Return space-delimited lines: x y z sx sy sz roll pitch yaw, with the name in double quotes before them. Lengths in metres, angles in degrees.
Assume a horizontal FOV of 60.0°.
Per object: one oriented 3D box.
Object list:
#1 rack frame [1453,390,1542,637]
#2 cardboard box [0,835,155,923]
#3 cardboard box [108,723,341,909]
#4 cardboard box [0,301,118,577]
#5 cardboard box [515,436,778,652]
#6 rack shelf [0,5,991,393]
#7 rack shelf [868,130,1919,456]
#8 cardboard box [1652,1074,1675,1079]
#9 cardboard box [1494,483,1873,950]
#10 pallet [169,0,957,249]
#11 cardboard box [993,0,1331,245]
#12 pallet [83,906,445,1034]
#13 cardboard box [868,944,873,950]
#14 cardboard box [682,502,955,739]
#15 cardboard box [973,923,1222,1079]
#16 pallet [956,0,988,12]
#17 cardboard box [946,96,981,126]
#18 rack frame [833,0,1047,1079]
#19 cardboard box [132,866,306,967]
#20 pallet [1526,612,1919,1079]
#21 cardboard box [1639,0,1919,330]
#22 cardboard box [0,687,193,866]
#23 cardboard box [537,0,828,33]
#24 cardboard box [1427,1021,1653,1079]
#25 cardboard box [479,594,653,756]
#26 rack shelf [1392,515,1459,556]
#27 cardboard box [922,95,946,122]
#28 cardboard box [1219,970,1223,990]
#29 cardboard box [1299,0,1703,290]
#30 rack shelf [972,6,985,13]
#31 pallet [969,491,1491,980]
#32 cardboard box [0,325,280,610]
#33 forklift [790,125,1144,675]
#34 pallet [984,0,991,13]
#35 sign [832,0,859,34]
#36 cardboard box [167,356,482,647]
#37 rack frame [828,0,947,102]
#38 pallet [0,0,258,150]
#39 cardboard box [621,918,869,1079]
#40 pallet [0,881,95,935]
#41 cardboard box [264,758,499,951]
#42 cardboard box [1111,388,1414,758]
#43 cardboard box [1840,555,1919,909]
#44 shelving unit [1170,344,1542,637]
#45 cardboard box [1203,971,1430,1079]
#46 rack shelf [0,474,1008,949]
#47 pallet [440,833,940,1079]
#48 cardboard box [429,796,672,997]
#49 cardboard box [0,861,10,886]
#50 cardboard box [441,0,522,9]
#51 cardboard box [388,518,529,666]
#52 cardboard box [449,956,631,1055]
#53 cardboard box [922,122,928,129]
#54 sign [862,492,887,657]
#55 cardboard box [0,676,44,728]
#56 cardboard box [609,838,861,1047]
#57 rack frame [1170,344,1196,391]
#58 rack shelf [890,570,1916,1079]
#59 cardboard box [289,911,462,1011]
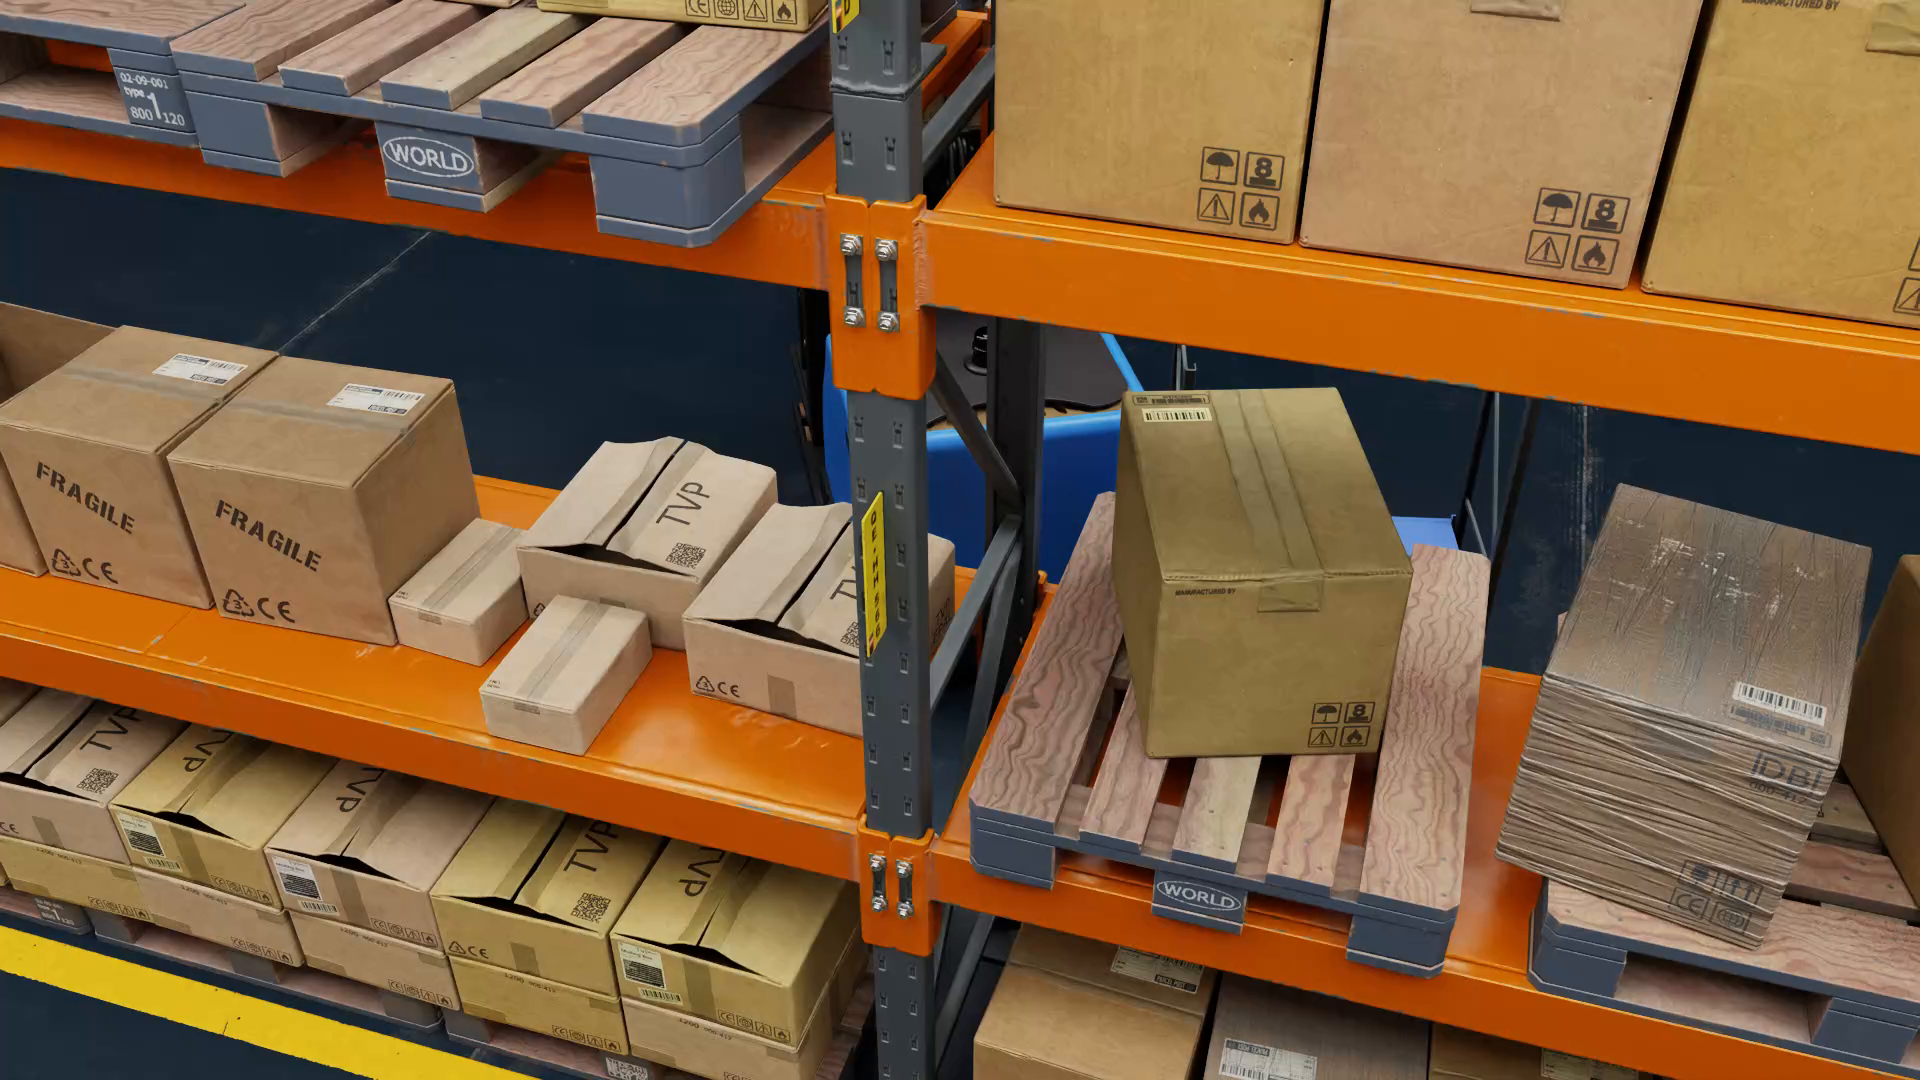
"rack frame" 1.711 -0.005 5.492 0.032 1.500 0.500 2 36 3
"cardboard box" -2.523 0.844 5.038 0.500 0.250 0.500 9 37 12
"cardboard box" -2.029 0.710 4.747 0.500 0.311 0.500 12 38 15
"cardboard box" -2.586 -0.289 4.528 0.500 0.500 0.500 13 38 17
"cardboard box" -0.795 -0.012 4.311 0.500 0.311 0.500 10 38 13
"rack shelf" -1.908 -1.052 3.725 4.000 0.370 1.077 10 38 14
"rack shelf" 1.910 -0.345 2.764 4.000 0.370 1.077 10 38 14
"cardboard box" 1.829 1.562 3.835 0.500 0.500 0.500 9 37 12
"cardboard box" 1.452 0.328 3.335 0.500 0.500 0.700 18 40 22
"pallet" -0.673 -0.981 3.182 1.003 0.211 1.213 12 38 16
"cardboard box" 0.427 -0.970 2.923 0.500 0.500 0.910 10 38 14
"pallet" -1.934 0.959 5.269 1.213 0.211 1.003 10 38 14
"cardboard box" -0.411 0.900 4.963 0.500 0.250 0.500 10 38 14
"cardboard box" -0.333 0.167 4.068 0.500 0.311 0.500 13 38 17
"cardboard box" 0.350 1.292 4.202 0.500 0.500 0.500 12 38 16
"pallet" -0.427 -2.833 8.230 1.213 0.211 1.003 10 38 14
"cardboard box" 0.246 -2.290 8.436 0.500 0.250 0.500 11 38 15
"rack frame" 0.001 0.220 3.921 0.127 3.000 1.000 10 38 14
"cardboard box" -2.038 0.934 4.915 0.500 0.250 0.500 11 38 15
"pallet" 1.859 0.638 3.514 1.213 0.211 1.003 10 38 14
"cardboard box" 1.411 -0.788 2.676 0.500 0.500 0.910 10 38 14
"cardboard box" -2.526 0.622 4.867 0.500 0.311 0.500 9 37 12
"cardboard box" -0.449 -1.145 3.017 0.500 0.250 0.500 8 37 10
"cardboard box" 1.329 1.473 3.956 0.500 0.500 0.500 10 38 13
"cardboard box" -0.940 0.319 3.999 0.250 0.149 0.380 10 38 14
"rack shelf" 1.204 0.121 5.624 1.000 0.185 0.538 2 36 3
"cardboard box" -0.246 -2.378 8.555 0.500 0.250 0.500 10 38 14
"cardboard box" 0.964 1.082 4.487 0.500 0.500 0.500 12 38 16
"cardboard box" 0.914 -0.880 2.800 0.500 0.500 0.910 10 38 14
"rack shelf" -0.435 -2.647 8.423 4.000 0.370 1.077 10 38 14
"pallet" 0.669 0.377 3.869 1.003 0.211 1.213 10 38 14
"cardboard box" -2.108 -0.201 4.408 0.500 0.500 0.500 11 38 14
"forklift" -0.125 -1.543 6.373 1.130 2.935 3.031 -7 37 -9
"pallet" 0.762 -2.572 7.876 1.003 0.211 1.213 10 38 14
"sign" -0.172 -0.916 2.430 0.005 0.325 0.100 10 38 14
"cardboard box" -1.606 -0.108 4.281 0.500 0.500 0.500 9 37 11
"rack frame" 0.001 -2.196 2.142 0.127 3.000 1.000 10 38 14
"pallet" -1.742 -1.177 3.448 1.213 0.211 1.003 12 38 16
"cardboard box" -0.574 1.203 4.550 0.500 0.250 0.500 11 38 15
"pallet" -3.102 0.744 5.561 1.213 0.211 1.003 10 38 14
"cardboard box" -1.551 0.800 4.625 0.500 0.311 0.500 10 38 14
"cardboard box" 0.636 0.058 3.702 0.500 0.500 0.700 -1 36 -2
"cardboard box" 2.114 0.440 3.183 0.500 0.500 0.700 2 36 2
"shelving unit" 1.204 -0.024 5.518 1.048 1.500 0.538 2 36 3
"cardboard box" 0.852 1.381 4.081 0.500 0.500 0.500 9 37 12
"rack shelf" -1.908 0.156 4.614 4.000 0.370 1.077 10 38 14
"pallet" -0.773 1.175 4.975 1.213 0.211 1.003 10 38 14
"cardboard box" -1.070 0.891 4.501 0.500 0.311 0.500 10 38 13
"cardboard box" -3.018 0.754 5.161 0.500 0.250 0.500 11 38 15
"cardboard box" -0.955 -1.228 3.129 0.500 0.250 0.500 11 38 15
"cardboard box" -1.233 0.128 4.258 0.250 0.149 0.380 13 38 17
"cardboard box" -1.067 1.114 4.671 0.500 0.250 0.500 10 38 13
"cardboard box" -0.168 -2.080 8.784 0.500 0.500 0.700 10 38 14
"sign" -0.161 0.068 3.150 0.005 0.325 0.100 10 38 14
"cardboard box" -3.021 0.531 4.991 0.500 0.311 0.500 10 38 13
"cardboard box" -0.572 0.979 4.381 0.500 0.311 0.500 11 38 15
"rack frame" 0.696 -0.043 5.544 0.032 1.500 0.500 2 36 3
"rack shelf" 1.910 0.863 3.654 4.000 0.370 1.077 10 38 14
"cardboard box" -1.546 1.024 4.794 0.500 0.250 0.500 11 38 15
